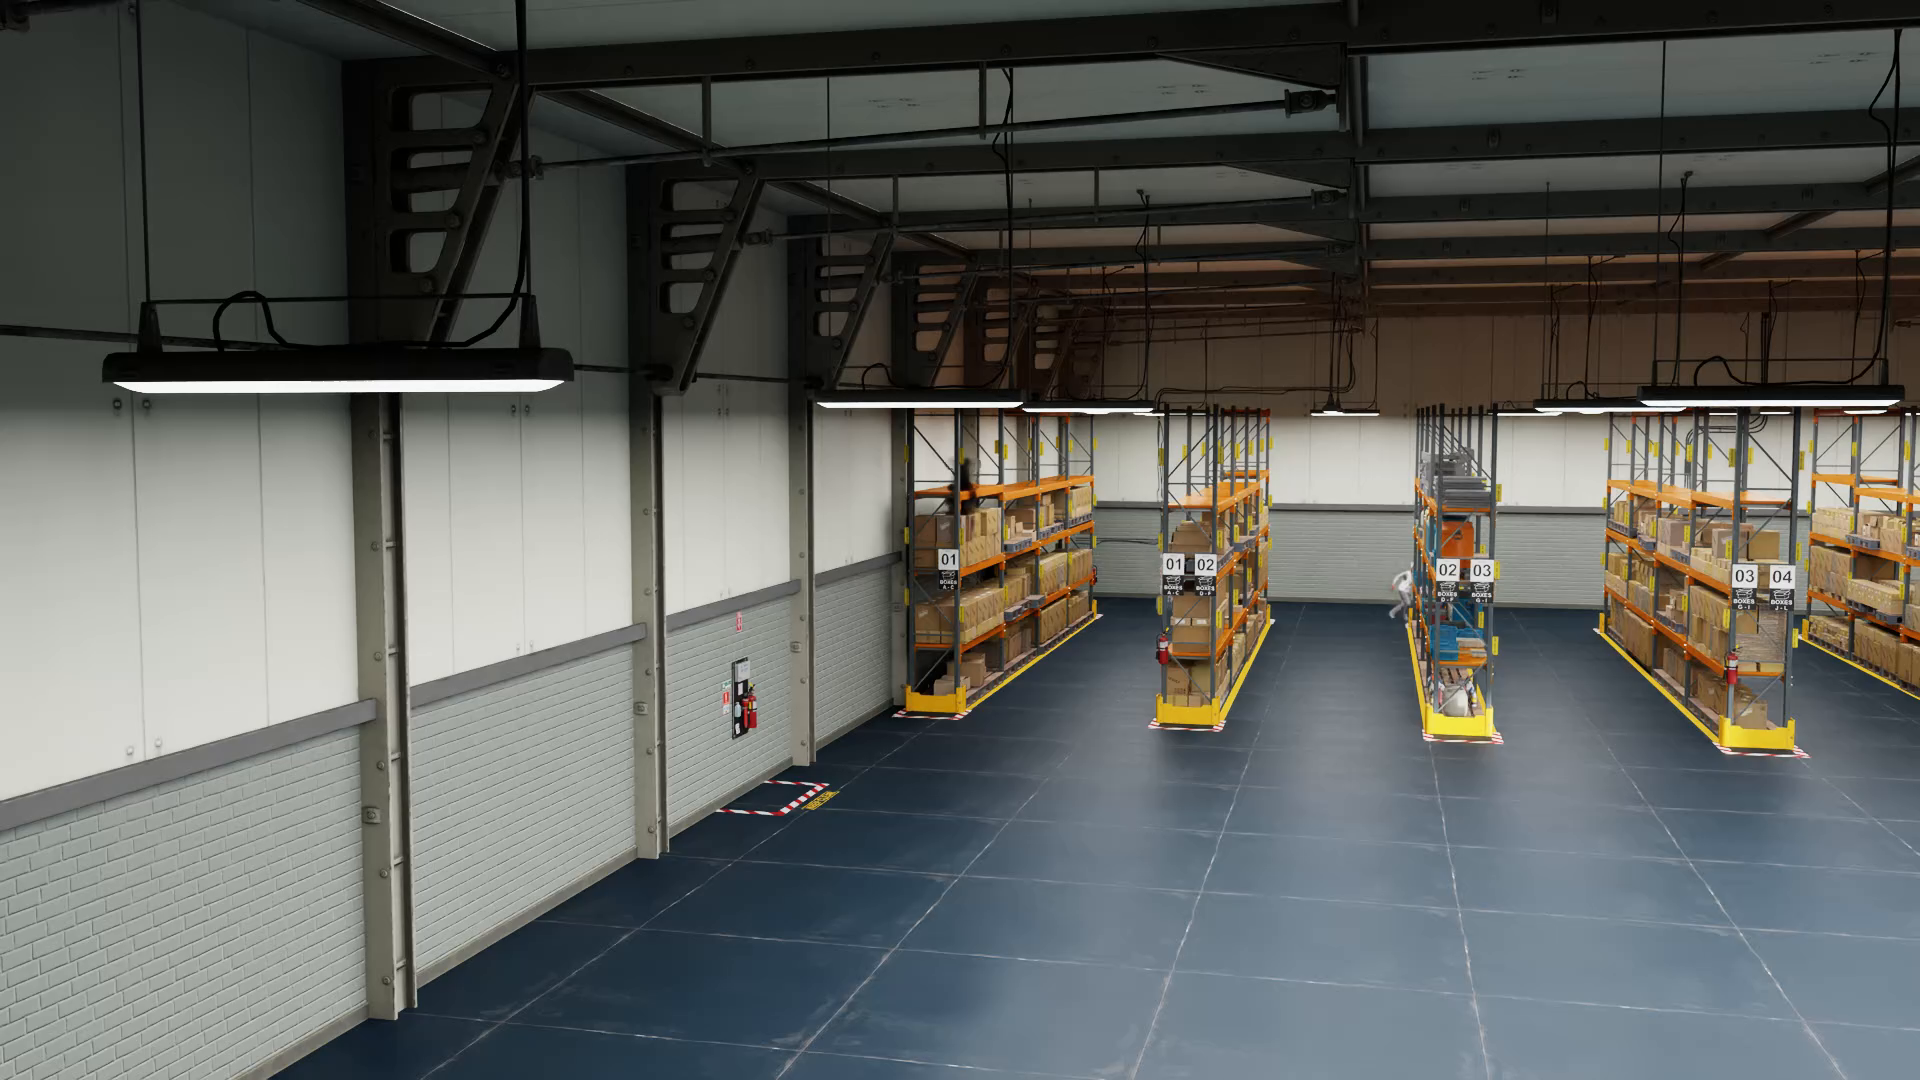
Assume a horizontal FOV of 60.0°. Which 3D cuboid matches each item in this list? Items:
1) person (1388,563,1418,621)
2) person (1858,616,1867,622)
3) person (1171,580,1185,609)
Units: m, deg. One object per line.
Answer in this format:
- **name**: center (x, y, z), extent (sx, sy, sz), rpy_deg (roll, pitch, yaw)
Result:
- **person**: center (12.678, 1.467, 47.275), extent (0.726, 1.661, 0.781), rpy_deg (-3, 5, -36)
- **person**: center (23.887, 1.746, 43.575), extent (0.620, 1.672, 0.767), rpy_deg (-2, 5, -29)
- **person**: center (6.653, 1.305, 48.909), extent (0.713, 1.725, 0.760), rpy_deg (-3, 5, -38)
